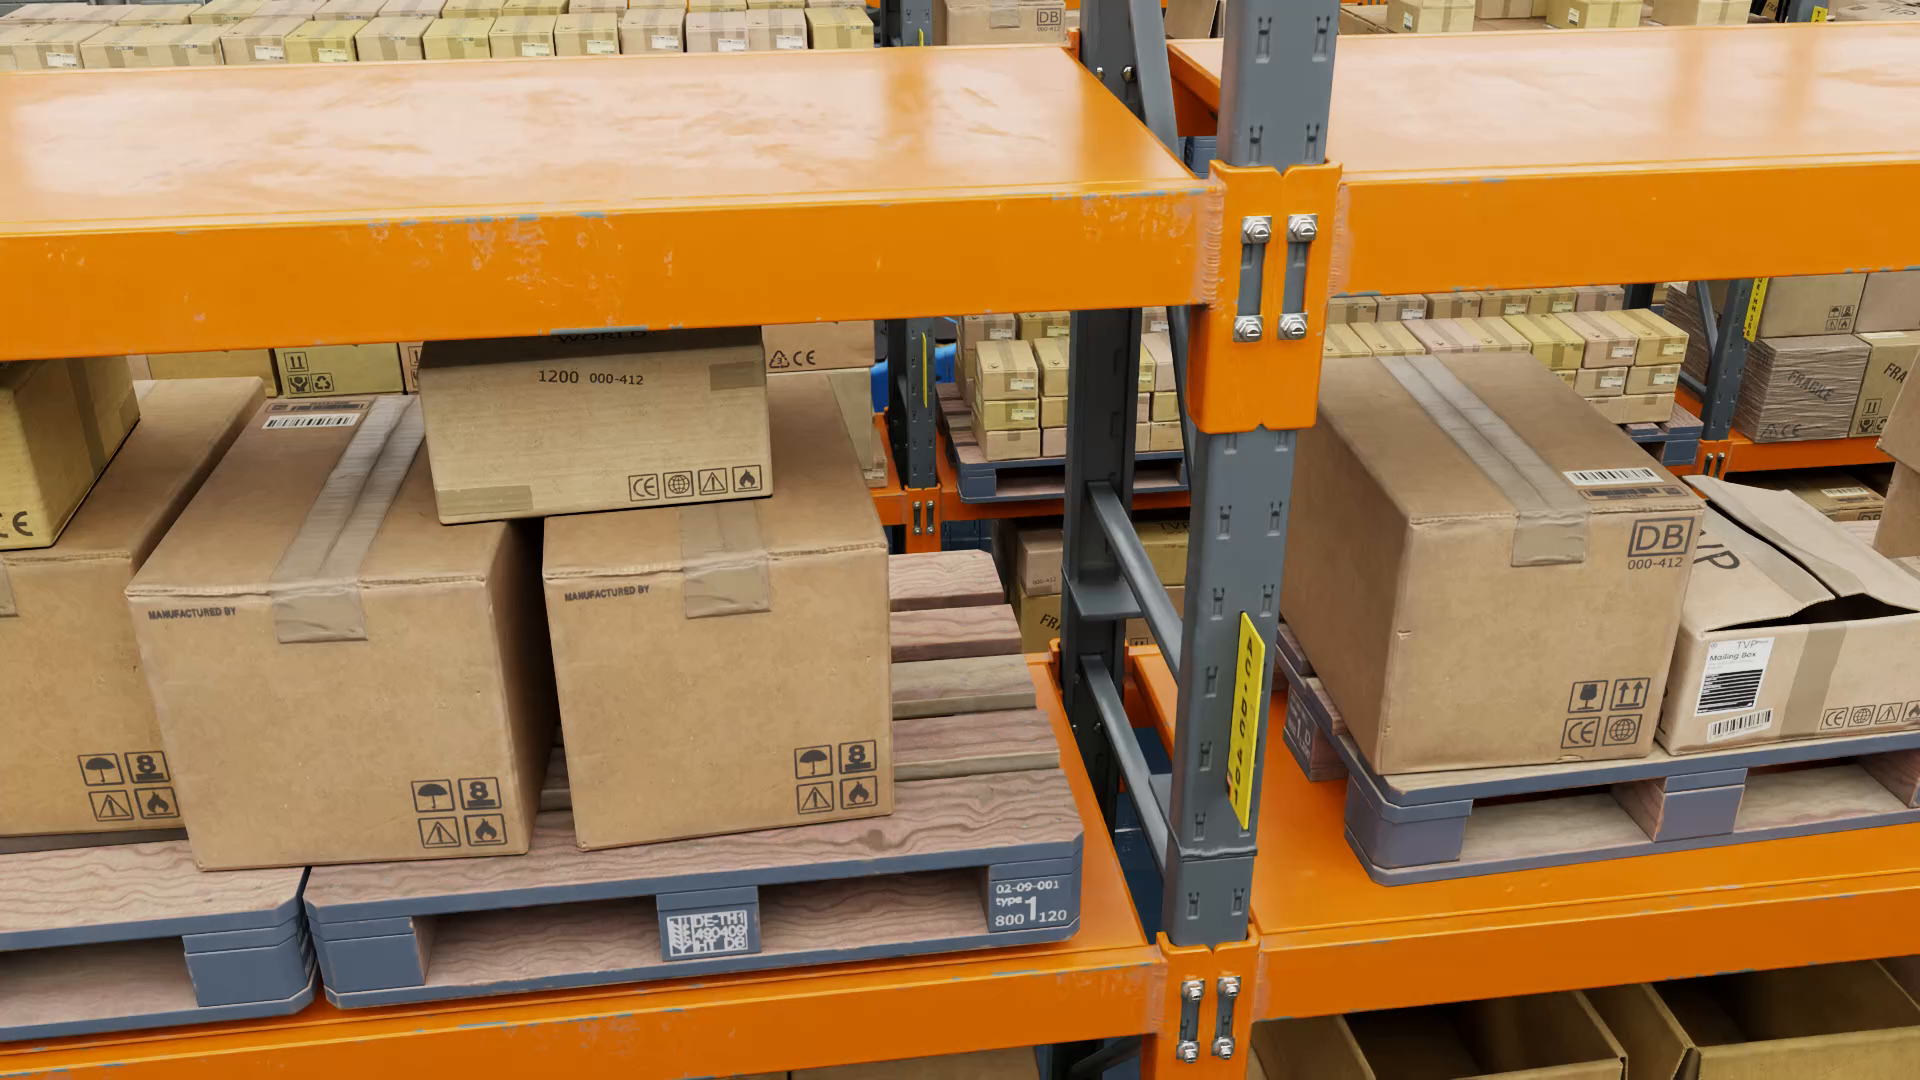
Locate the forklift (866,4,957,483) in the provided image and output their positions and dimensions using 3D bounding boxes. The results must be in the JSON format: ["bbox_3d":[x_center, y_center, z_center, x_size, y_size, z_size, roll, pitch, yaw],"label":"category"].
[{"bbox_3d":[-1.060,-2.031,10.999,1.130,2.935,3.031,-18,32,-31],"label":"forklift"}]

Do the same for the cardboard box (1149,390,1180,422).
[{"bbox_3d":[0.980,-0.701,7.821,0.250,0.149,0.380,-5,28,-9],"label":"cardboard box"}]

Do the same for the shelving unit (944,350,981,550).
[{"bbox_3d":[0.014,-0.535,9.978,0.189,1.200,0.258,-4,27,-7],"label":"shelving unit"}]

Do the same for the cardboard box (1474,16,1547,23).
[{"bbox_3d":[2.621,-2.309,8.068,0.500,0.500,0.500,-4,27,-7],"label":"cardboard box"}]

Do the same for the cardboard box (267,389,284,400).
[{"bbox_3d":[-3.195,-0.498,7.499,0.500,0.500,0.500,-4,27,-7],"label":"cardboard box"}]

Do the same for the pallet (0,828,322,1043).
[{"bbox_3d":[-1.669,0.451,2.897,1.213,0.211,1.003,-4,27,-7],"label":"pallet"}]

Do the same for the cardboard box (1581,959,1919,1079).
[{"bbox_3d":[1.660,1.049,3.711,0.637,0.503,0.797,-3,27,-7],"label":"cardboard box"}]

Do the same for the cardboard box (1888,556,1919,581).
[{"bbox_3d":[1.843,0.186,3.131,0.250,0.149,0.380,-5,28,-9],"label":"cardboard box"}]

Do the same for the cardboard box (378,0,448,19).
[{"bbox_3d":[-2.389,-2.281,7.304,0.250,0.149,0.380,-4,27,-9],"label":"cardboard box"}]

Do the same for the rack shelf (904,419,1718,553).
[{"bbox_3d":[1.737,-0.433,8.597,4.000,0.370,1.077,-4,27,-7],"label":"rack shelf"}]

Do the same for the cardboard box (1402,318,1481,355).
[{"bbox_3d":[2.284,-0.919,7.919,0.250,0.149,0.380,-4,27,-7],"label":"cardboard box"}]

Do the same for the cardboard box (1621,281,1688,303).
[{"bbox_3d":[5.659,-2.302,13.869,0.625,0.372,0.950,-2,27,-4],"label":"cardboard box"}]

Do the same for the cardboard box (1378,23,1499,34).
[{"bbox_3d":[2.199,-2.041,7.546,0.500,0.500,0.500,-4,27,-7],"label":"cardboard box"}]

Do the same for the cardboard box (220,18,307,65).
[{"bbox_3d":[-2.837,-2.029,6.812,0.250,0.149,0.380,-3,27,-6],"label":"cardboard box"}]

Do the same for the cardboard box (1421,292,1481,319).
[{"bbox_3d":[2.462,-1.230,8.525,0.250,0.149,0.380,-5,28,-9],"label":"cardboard box"}]

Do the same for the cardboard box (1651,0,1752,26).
[{"bbox_3d":[3.353,-2.457,7.519,0.258,0.266,0.396,-4,27,-7],"label":"cardboard box"}]

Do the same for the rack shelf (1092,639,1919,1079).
[{"bbox_3d":[2.328,0.481,3.529,4.000,0.370,1.077,-4,27,-7],"label":"rack shelf"}]

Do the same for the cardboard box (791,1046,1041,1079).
[{"bbox_3d":[-0.070,1.373,3.305,0.500,0.500,0.500,-3,27,-6],"label":"cardboard box"}]

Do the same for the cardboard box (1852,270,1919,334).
[{"bbox_3d":[4.664,-1.427,8.540,0.500,0.500,0.700,-4,27,-8],"label":"cardboard box"}]

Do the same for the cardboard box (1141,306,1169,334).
[{"bbox_3d":[0.909,-1.129,8.329,0.250,0.149,0.380,-4,27,-7],"label":"cardboard box"}]

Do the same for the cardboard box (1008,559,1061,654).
[{"bbox_3d":[0.526,0.372,8.517,0.500,0.500,0.500,-3,27,-5],"label":"cardboard box"}]

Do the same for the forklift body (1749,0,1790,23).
[{"bbox_3d":[8.531,-4.541,16.745,1.214,2.155,2.313,-4,27,-7],"label":"forklift body"}]

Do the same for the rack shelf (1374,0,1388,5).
[{"bbox_3d":[4.909,-4.254,12.756,4.000,0.370,1.077,-4,27,-7],"label":"rack shelf"}]

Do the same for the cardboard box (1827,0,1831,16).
[{"bbox_3d":[9.189,-5.730,18.022,0.500,0.500,0.500,-3,27,-5],"label":"cardboard box"}]

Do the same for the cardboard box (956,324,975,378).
[{"bbox_3d":[0.123,-0.948,8.301,0.250,0.149,0.380,-3,27,-6],"label":"cardboard box"}]

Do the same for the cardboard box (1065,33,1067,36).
[{"bbox_3d":[0.901,-3.588,12.752,0.500,0.500,0.500,-3,27,-6],"label":"cardboard box"}]

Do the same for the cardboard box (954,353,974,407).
[{"bbox_3d":[0.122,-0.816,8.370,0.250,0.149,0.380,-4,27,-8],"label":"cardboard box"}]

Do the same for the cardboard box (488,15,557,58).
[{"bbox_3d":[-1.792,-2.056,6.866,0.250,0.149,0.380,-4,27,-7],"label":"cardboard box"}]

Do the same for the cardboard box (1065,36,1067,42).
[{"bbox_3d":[0.658,-2.069,7.348,0.500,0.311,0.500,-4,27,-8],"label":"cardboard box"}]

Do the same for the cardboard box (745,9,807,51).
[{"bbox_3d":[-0.776,-2.129,7.007,0.250,0.149,0.380,-3,27,-6],"label":"cardboard box"}]

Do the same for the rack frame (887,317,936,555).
[{"bbox_3d":[-0.243,-0.626,8.184,0.127,3.000,1.000,-4,27,-7],"label":"rack frame"}]

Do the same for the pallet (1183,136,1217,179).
[{"bbox_3d":[1.410,-1.936,7.657,1.003,0.211,1.213,-4,27,-7],"label":"pallet"}]

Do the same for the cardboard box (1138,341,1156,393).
[{"bbox_3d":[0.740,-0.819,7.723,0.250,0.149,0.380,-3,27,-7],"label":"cardboard box"}]

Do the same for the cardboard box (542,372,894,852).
[{"bbox_3d":[-0.419,0.089,2.826,0.500,0.500,0.700,-5,28,-10],"label":"cardboard box"}]

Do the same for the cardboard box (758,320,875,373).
[{"bbox_3d":[-0.671,-1.096,7.569,0.500,0.500,0.500,-5,28,-9],"label":"cardboard box"}]

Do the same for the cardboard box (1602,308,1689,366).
[{"bbox_3d":[3.296,-0.982,8.041,0.250,0.149,0.380,-5,28,-9],"label":"cardboard box"}]

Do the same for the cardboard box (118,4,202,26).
[{"bbox_3d":[-3.404,-2.181,7.110,0.250,0.149,0.380,-4,28,-9],"label":"cardboard box"}]

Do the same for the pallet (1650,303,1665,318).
[{"bbox_3d":[6.118,-2.075,14.064,1.213,0.211,1.003,-4,27,-7],"label":"pallet"}]

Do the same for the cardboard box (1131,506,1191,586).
[{"bbox_3d":[1.052,0.003,8.415,0.500,0.250,0.500,-3,27,-6],"label":"cardboard box"}]

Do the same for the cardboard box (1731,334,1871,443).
[{"bbox_3d":[4.200,-0.832,8.475,0.500,0.500,0.500,-3,27,-7],"label":"cardboard box"}]

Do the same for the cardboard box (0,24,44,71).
[{"bbox_3d":[-3.852,-1.957,6.672,0.250,0.149,0.380,-4,27,-8],"label":"cardboard box"}]

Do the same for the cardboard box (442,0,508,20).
[{"bbox_3d":[-2.131,-2.300,7.341,0.250,0.149,0.380,-4,28,-9],"label":"cardboard box"}]

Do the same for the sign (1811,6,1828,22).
[{"bbox_3d":[3.791,-2.200,7.399,0.005,0.325,0.100,-4,27,-7],"label":"sign"}]

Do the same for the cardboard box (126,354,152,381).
[{"bbox_3d":[-3.723,-0.902,7.191,0.500,0.500,0.500,-4,27,-7],"label":"cardboard box"}]

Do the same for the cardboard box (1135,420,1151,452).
[{"bbox_3d":[0.733,-0.553,7.857,0.250,0.149,0.380,-3,27,-7],"label":"cardboard box"}]

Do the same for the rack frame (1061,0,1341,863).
[{"bbox_3d":[0.348,-1.047,2.432,0.127,3.000,1.000,-4,27,-7],"label":"rack frame"}]
